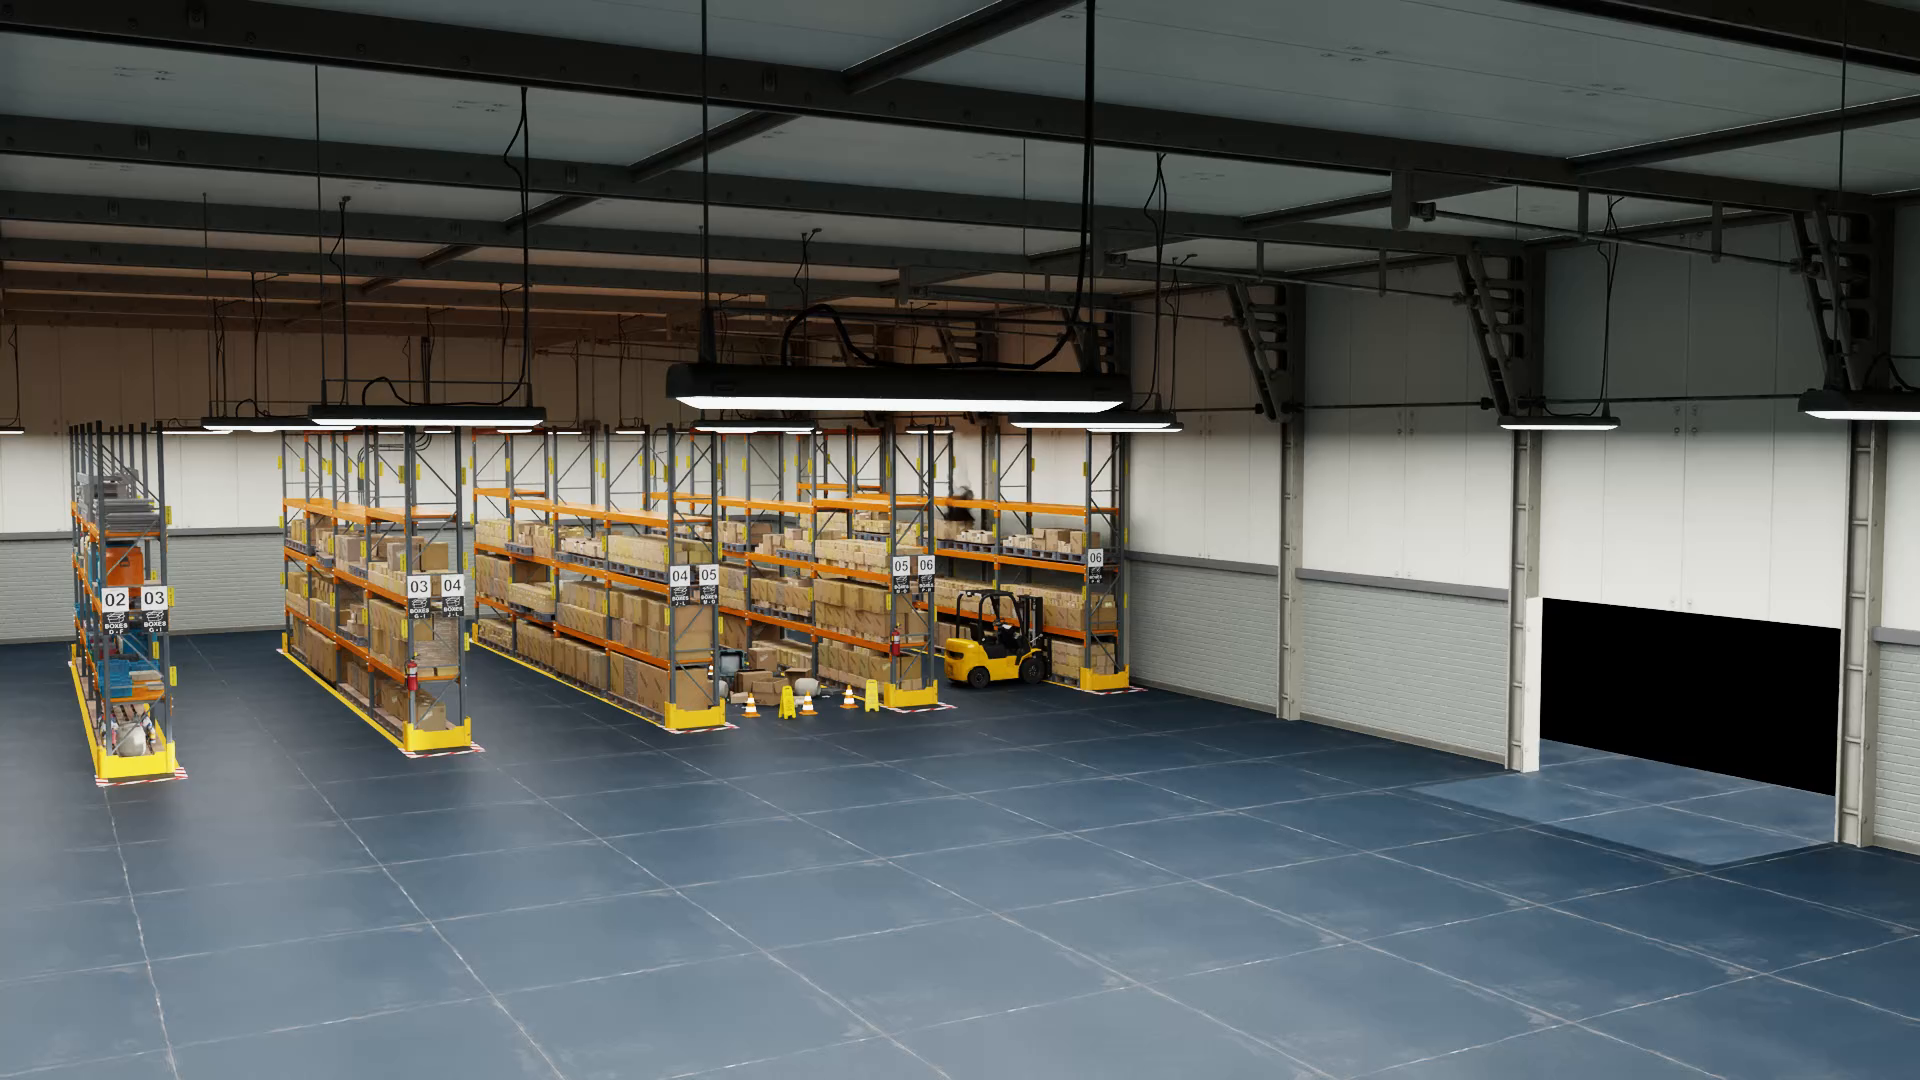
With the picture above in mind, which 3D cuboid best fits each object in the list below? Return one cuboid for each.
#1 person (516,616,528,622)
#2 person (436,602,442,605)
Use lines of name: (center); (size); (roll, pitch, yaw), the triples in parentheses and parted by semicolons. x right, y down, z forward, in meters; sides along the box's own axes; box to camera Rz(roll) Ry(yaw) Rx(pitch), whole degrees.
person: (-12.978, 1.888, 48.878); (0.593, 1.622, 0.546); (2, 4, 32)
person: (-13.518, 2.129, 43.978); (0.714, 1.796, 0.883); (-1, 4, -21)
